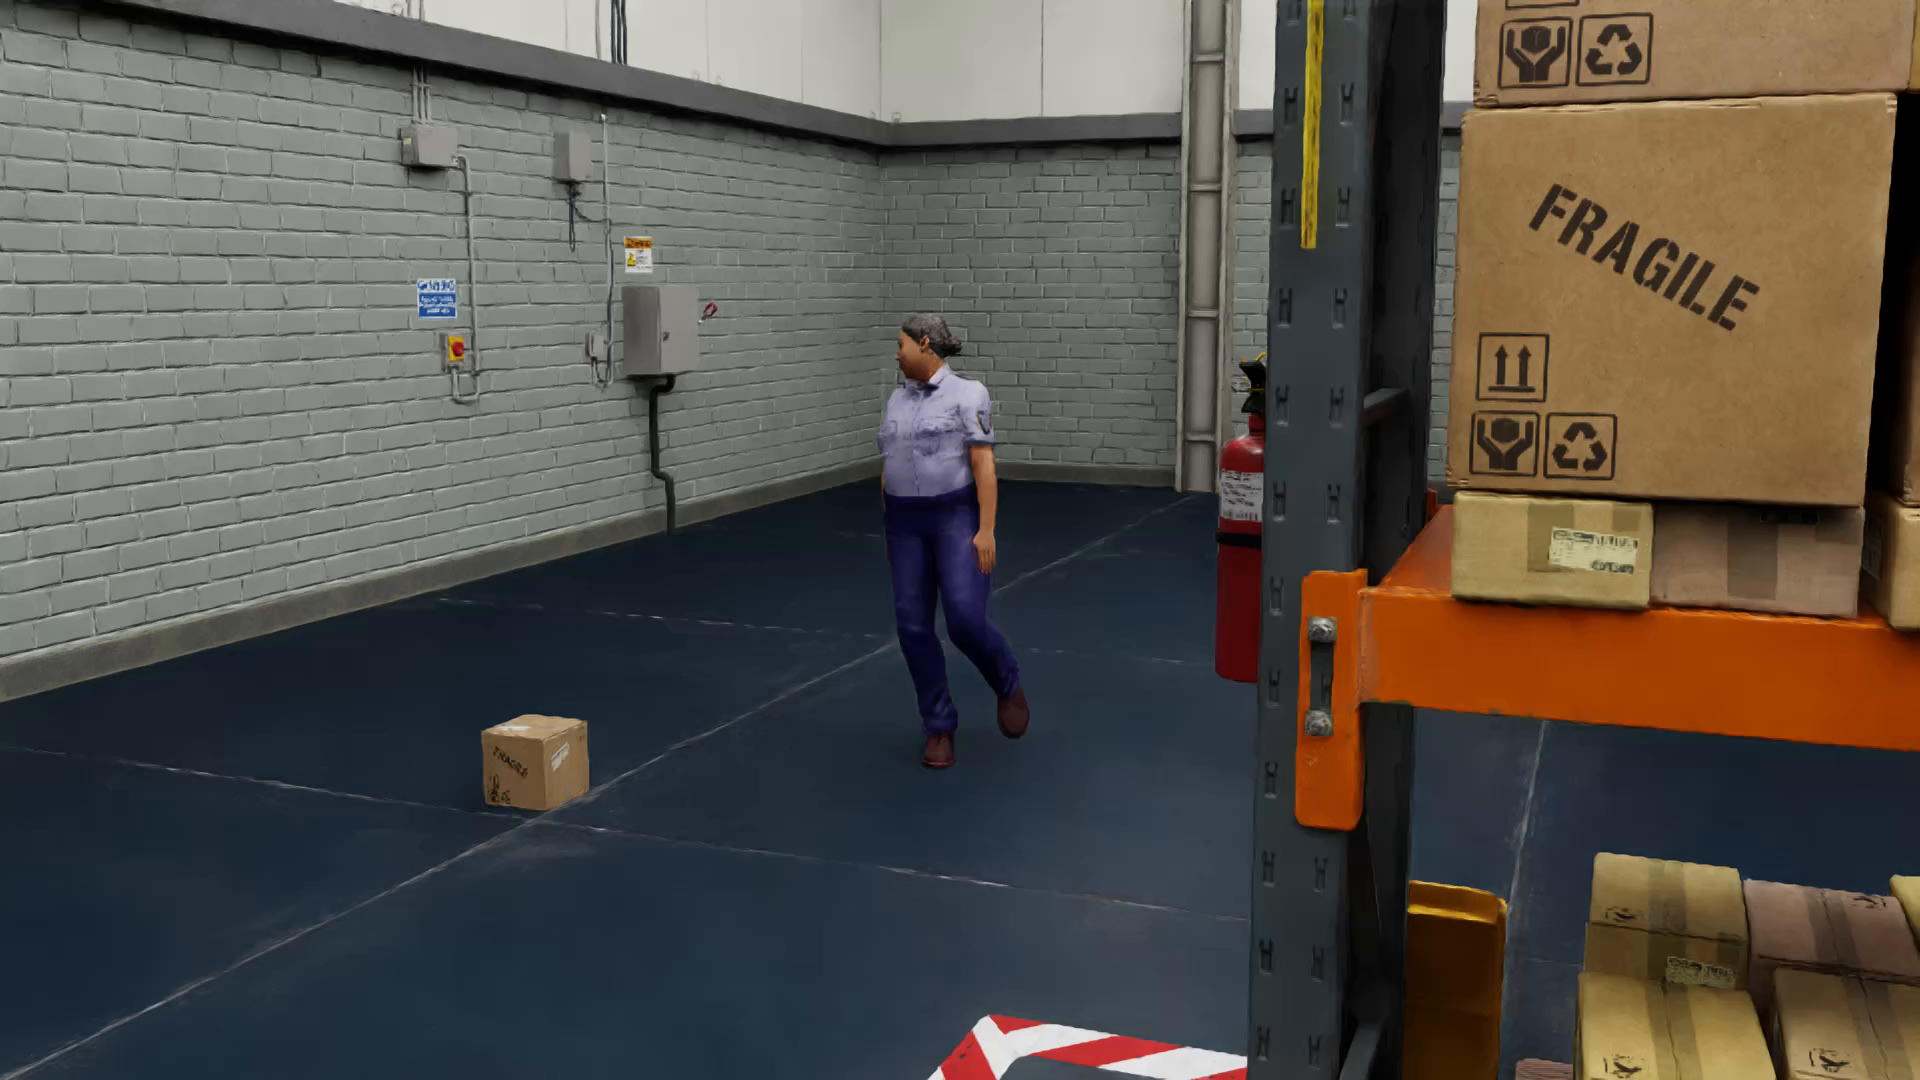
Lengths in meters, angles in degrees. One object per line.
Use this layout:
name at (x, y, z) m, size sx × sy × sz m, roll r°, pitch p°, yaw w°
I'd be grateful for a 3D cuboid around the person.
person at (-0.070, -0.012, 6.130) m, size 0.561 × 1.614 × 0.516 m, roll 5°, pitch 10°, yaw 27°
